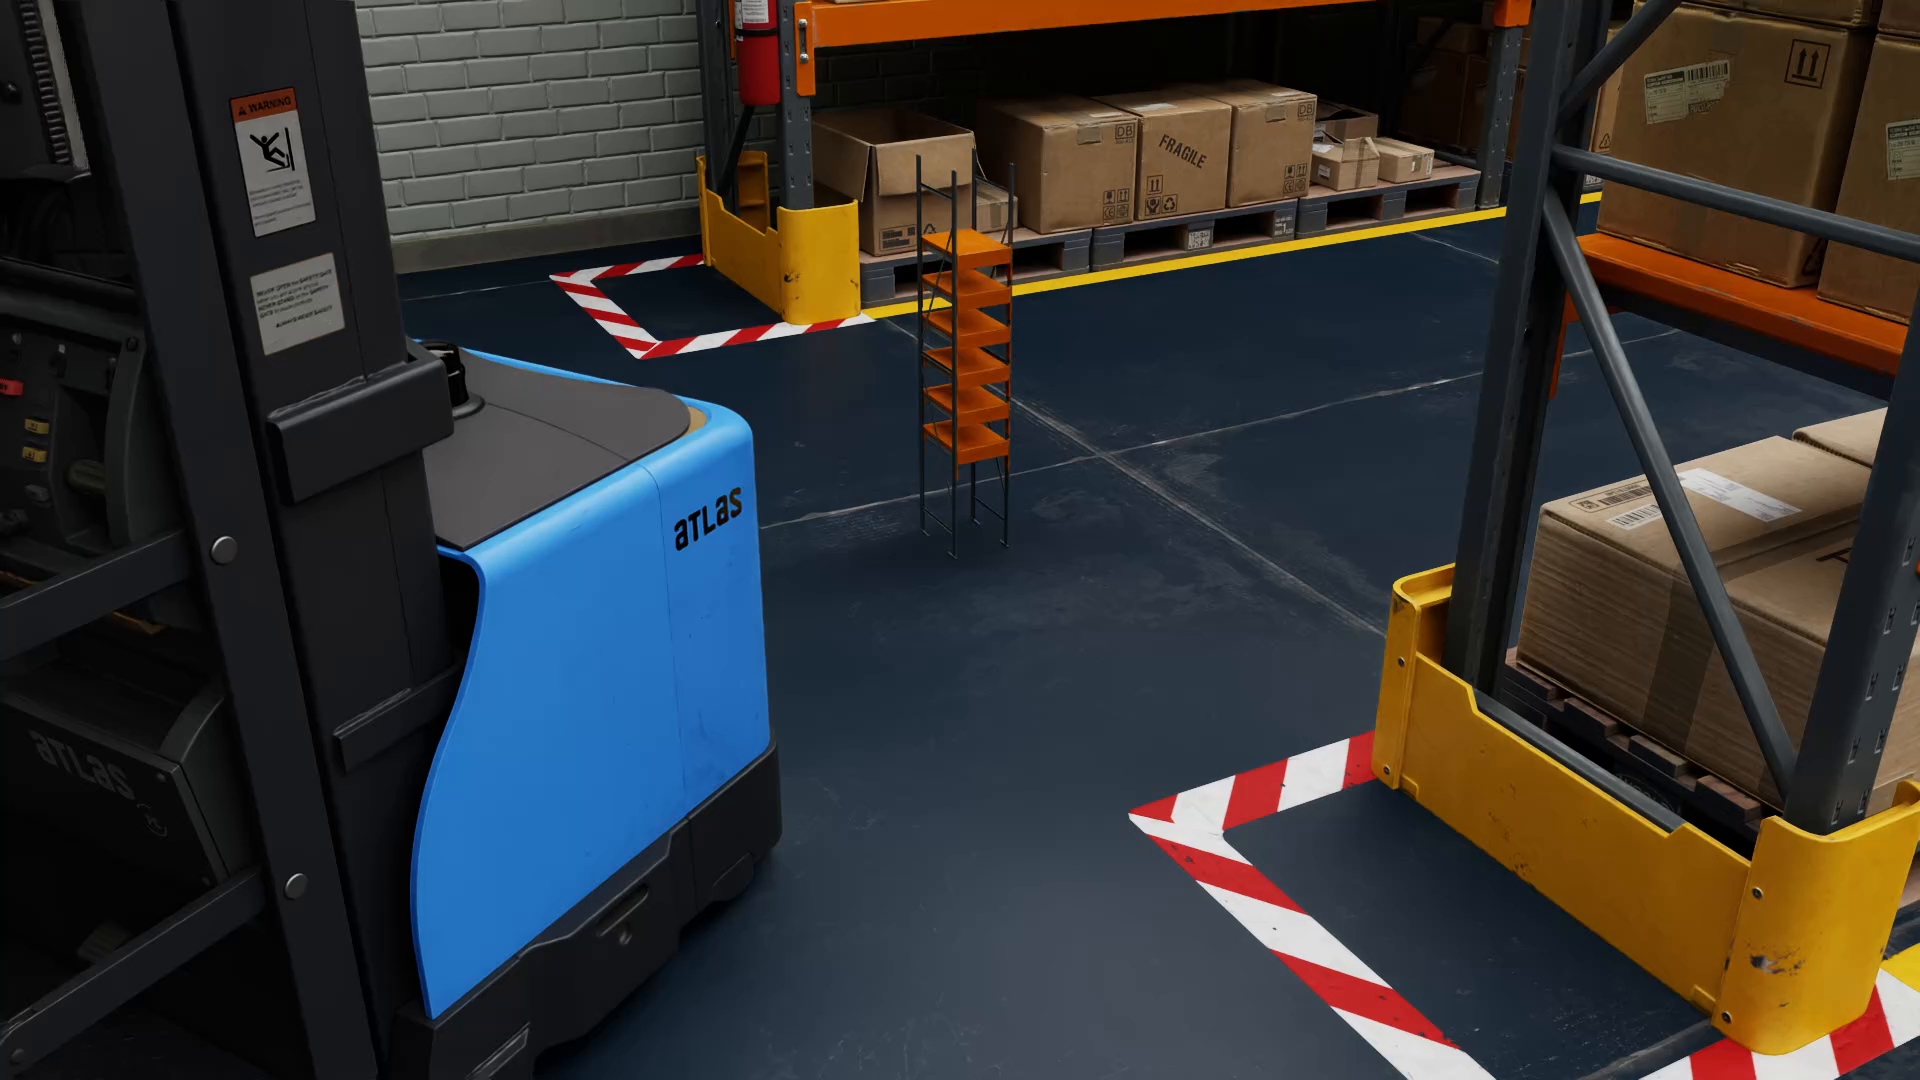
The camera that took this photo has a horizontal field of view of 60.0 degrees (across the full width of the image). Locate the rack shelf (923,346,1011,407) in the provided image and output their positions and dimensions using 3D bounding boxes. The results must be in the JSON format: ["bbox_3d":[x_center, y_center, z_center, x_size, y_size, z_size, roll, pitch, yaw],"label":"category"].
[{"bbox_3d":[0.013,-0.504,5.016,0.180,0.103,0.258,-13,29,-25],"label":"rack shelf"}]

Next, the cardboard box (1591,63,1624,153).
[{"bbox_3d":[3.620,-2.513,9.421,0.500,0.500,0.500,-13,29,-26],"label":"cardboard box"}]

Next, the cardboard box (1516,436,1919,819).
[{"bbox_3d":[1.967,0.177,3.890,0.875,0.438,0.875,-14,29,-27],"label":"cardboard box"}]

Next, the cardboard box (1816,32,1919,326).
[{"bbox_3d":[1.990,-0.649,3.021,0.500,0.500,0.500,-13,29,-25],"label":"cardboard box"}]

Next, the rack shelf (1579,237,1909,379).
[{"bbox_3d":[4.405,-1.986,1.057,3.910,4.714,5.869,-13,29,-25],"label":"rack shelf"}]

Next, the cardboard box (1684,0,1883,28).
[{"bbox_3d":[1.745,-1.301,3.223,0.500,0.500,0.500,-12,28,-23],"label":"cardboard box"}]

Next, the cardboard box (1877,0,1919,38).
[{"bbox_3d":[1.989,-1.101,2.806,0.500,0.500,0.500,-14,29,-26],"label":"cardboard box"}]

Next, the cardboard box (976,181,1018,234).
[{"bbox_3d":[0.070,-1.575,7.873,0.250,0.149,0.380,-14,29,-27],"label":"cardboard box"}]

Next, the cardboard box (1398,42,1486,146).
[{"bbox_3d":[2.916,-2.601,9.604,0.500,0.500,0.500,-13,29,-25],"label":"cardboard box"}]

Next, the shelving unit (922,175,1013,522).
[{"bbox_3d":[0.014,-0.544,4.997,0.183,1.046,0.258,-13,29,-25],"label":"shelving unit"}]

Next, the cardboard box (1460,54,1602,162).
[{"bbox_3d":[3.155,-2.400,9.187,0.500,0.500,0.500,-12,28,-23],"label":"cardboard box"}]

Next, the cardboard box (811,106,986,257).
[{"bbox_3d":[-0.323,-1.663,7.647,0.637,0.503,0.797,-14,29,-27],"label":"cardboard box"}]

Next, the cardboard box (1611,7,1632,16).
[{"bbox_3d":[3.733,-3.072,9.835,0.250,0.149,0.380,-12,28,-24],"label":"cardboard box"}]

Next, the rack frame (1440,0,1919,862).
[{"bbox_3d":[1.432,-0.616,3.067,0.127,3.000,1.000,-13,29,-25],"label":"rack frame"}]

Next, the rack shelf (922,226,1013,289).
[{"bbox_3d":[0.013,-0.828,4.860,0.180,0.103,0.258,-13,29,-25],"label":"rack shelf"}]

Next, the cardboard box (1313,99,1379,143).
[{"bbox_3d":[1.928,-2.258,9.109,0.500,0.311,0.500,-12,28,-23],"label":"cardboard box"}]

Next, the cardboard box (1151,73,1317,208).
[{"bbox_3d":[1.365,-2.032,8.420,0.500,0.500,0.700,-14,29,-27],"label":"cardboard box"}]

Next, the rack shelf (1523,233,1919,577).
[{"bbox_3d":[3.196,-0.699,4.071,4.000,0.370,1.077,-13,29,-25],"label":"rack shelf"}]

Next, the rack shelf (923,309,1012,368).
[{"bbox_3d":[0.013,-0.612,4.964,0.180,0.103,0.258,-13,29,-25],"label":"rack shelf"}]

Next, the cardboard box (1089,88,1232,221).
[{"bbox_3d":[0.963,-1.890,8.124,0.500,0.500,0.500,-12,28,-24],"label":"cardboard box"}]

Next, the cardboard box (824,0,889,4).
[{"bbox_3d":[-0.488,-2.360,6.989,0.250,0.149,0.380,-13,29,-25],"label":"cardboard box"}]

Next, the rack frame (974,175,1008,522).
[{"bbox_3d":[0.093,-0.563,5.036,0.002,1.046,0.228,-13,29,-25],"label":"rack frame"}]

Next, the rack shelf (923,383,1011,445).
[{"bbox_3d":[0.013,-0.396,5.068,0.180,0.103,0.258,-13,29,-25],"label":"rack shelf"}]

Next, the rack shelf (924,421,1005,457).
[{"bbox_3d":[0.013,-0.312,5.108,0.171,0.034,0.221,-13,29,-25],"label":"rack shelf"}]

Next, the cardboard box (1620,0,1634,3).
[{"bbox_3d":[4.171,-3.185,10.072,0.265,0.149,0.390,-13,29,-25],"label":"cardboard box"}]

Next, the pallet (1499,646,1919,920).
[{"bbox_3d":[2.100,0.449,4.072,1.213,0.211,1.003,-13,29,-25],"label":"pallet"}]

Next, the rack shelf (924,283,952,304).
[{"bbox_3d":[0.013,-0.738,4.903,0.166,0.020,0.199,-13,29,-25],"label":"rack shelf"}]

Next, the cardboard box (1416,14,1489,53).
[{"bbox_3d":[2.811,-2.865,9.406,0.250,0.149,0.380,-14,29,-27],"label":"cardboard box"}]

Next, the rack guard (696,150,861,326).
[{"bbox_3d":[-0.840,-1.399,7.587,0.348,0.500,1.175,-13,29,-25],"label":"rack guard"}]

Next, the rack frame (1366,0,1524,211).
[{"bbox_3d":[2.622,-3.325,8.711,0.127,3.000,1.000,-13,29,-25],"label":"rack frame"}]

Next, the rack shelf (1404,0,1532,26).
[{"bbox_3d":[4.387,-3.408,9.715,4.000,0.370,1.077,-13,29,-25],"label":"rack shelf"}]

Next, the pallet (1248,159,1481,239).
[{"bbox_3d":[2.016,-1.929,9.024,1.213,0.211,1.003,-13,29,-25],"label":"pallet"}]
